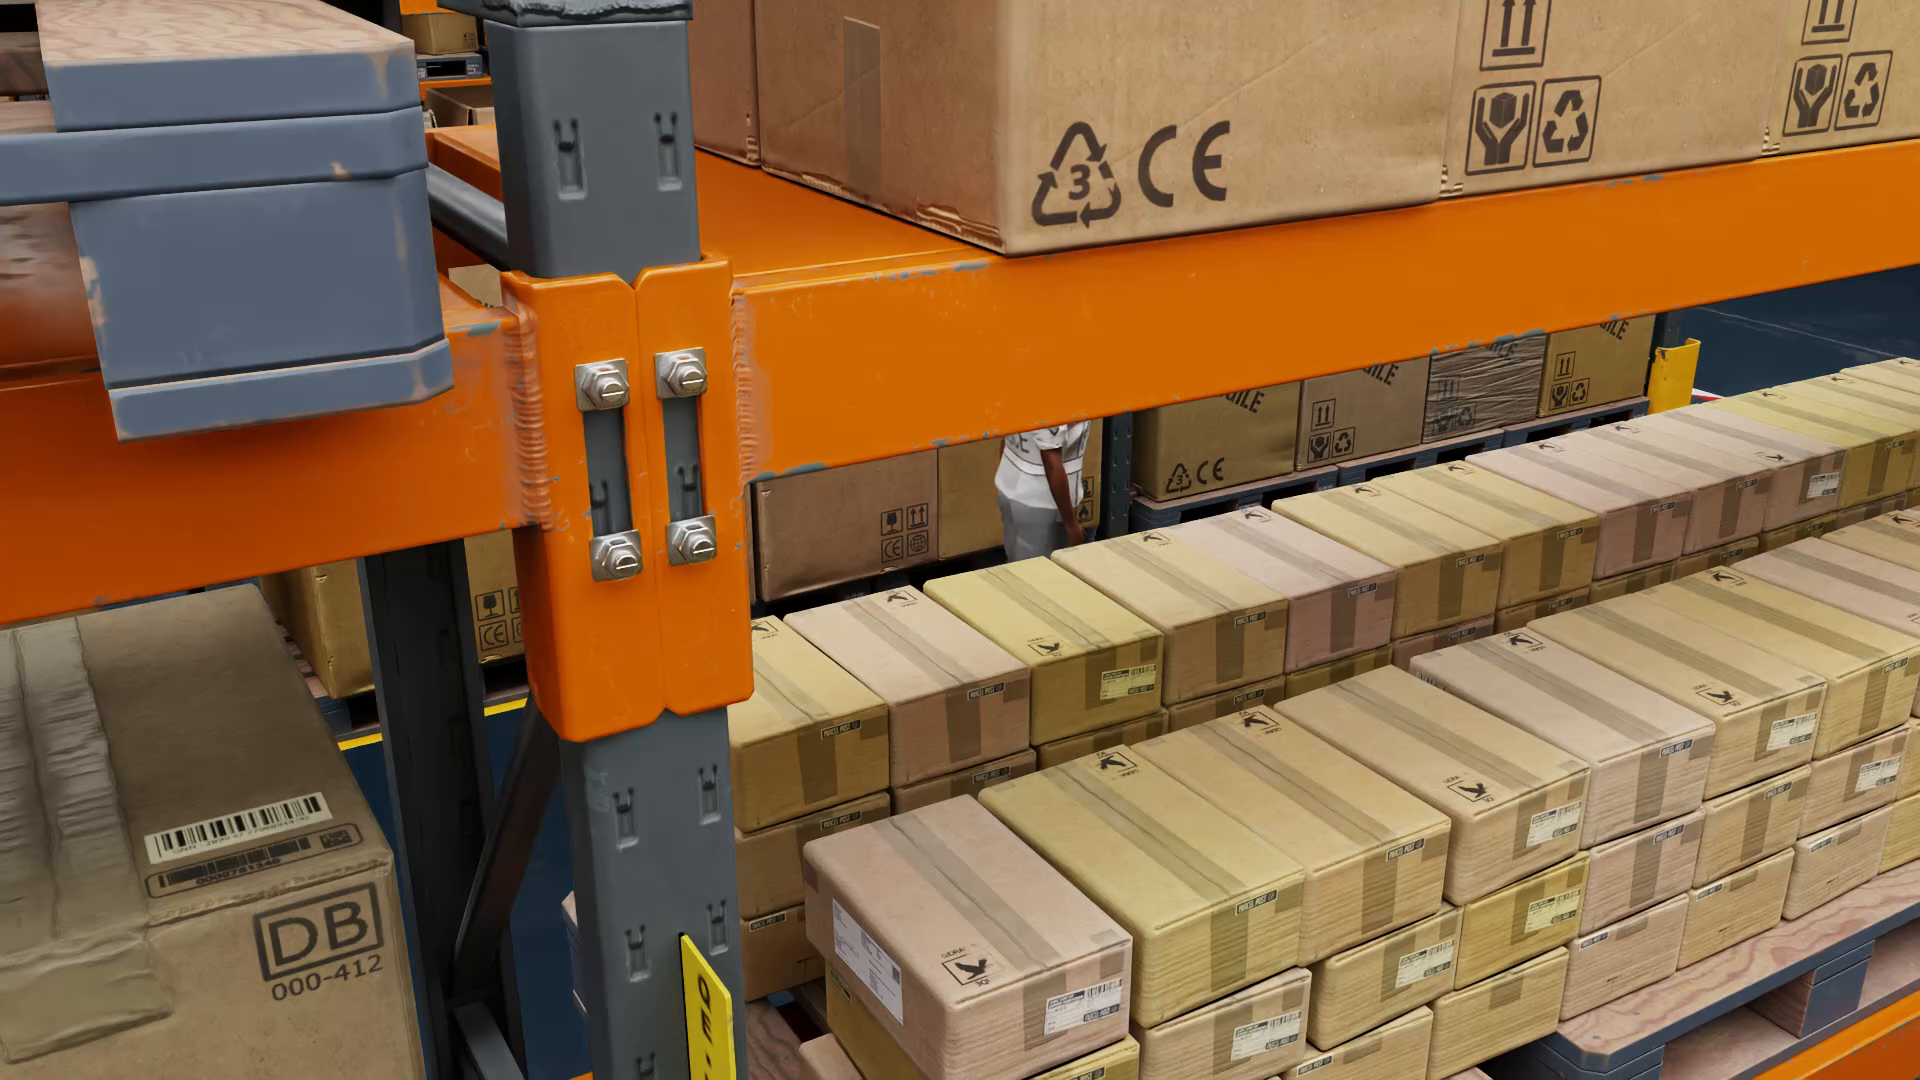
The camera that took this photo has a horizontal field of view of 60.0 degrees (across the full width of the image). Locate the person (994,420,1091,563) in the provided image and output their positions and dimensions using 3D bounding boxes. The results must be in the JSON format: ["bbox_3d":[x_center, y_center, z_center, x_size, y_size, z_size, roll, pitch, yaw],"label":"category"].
[{"bbox_3d":[0.292,-0.137,6.374,0.395,1.700,0.497,-7,23,-16],"label":"person"}]
